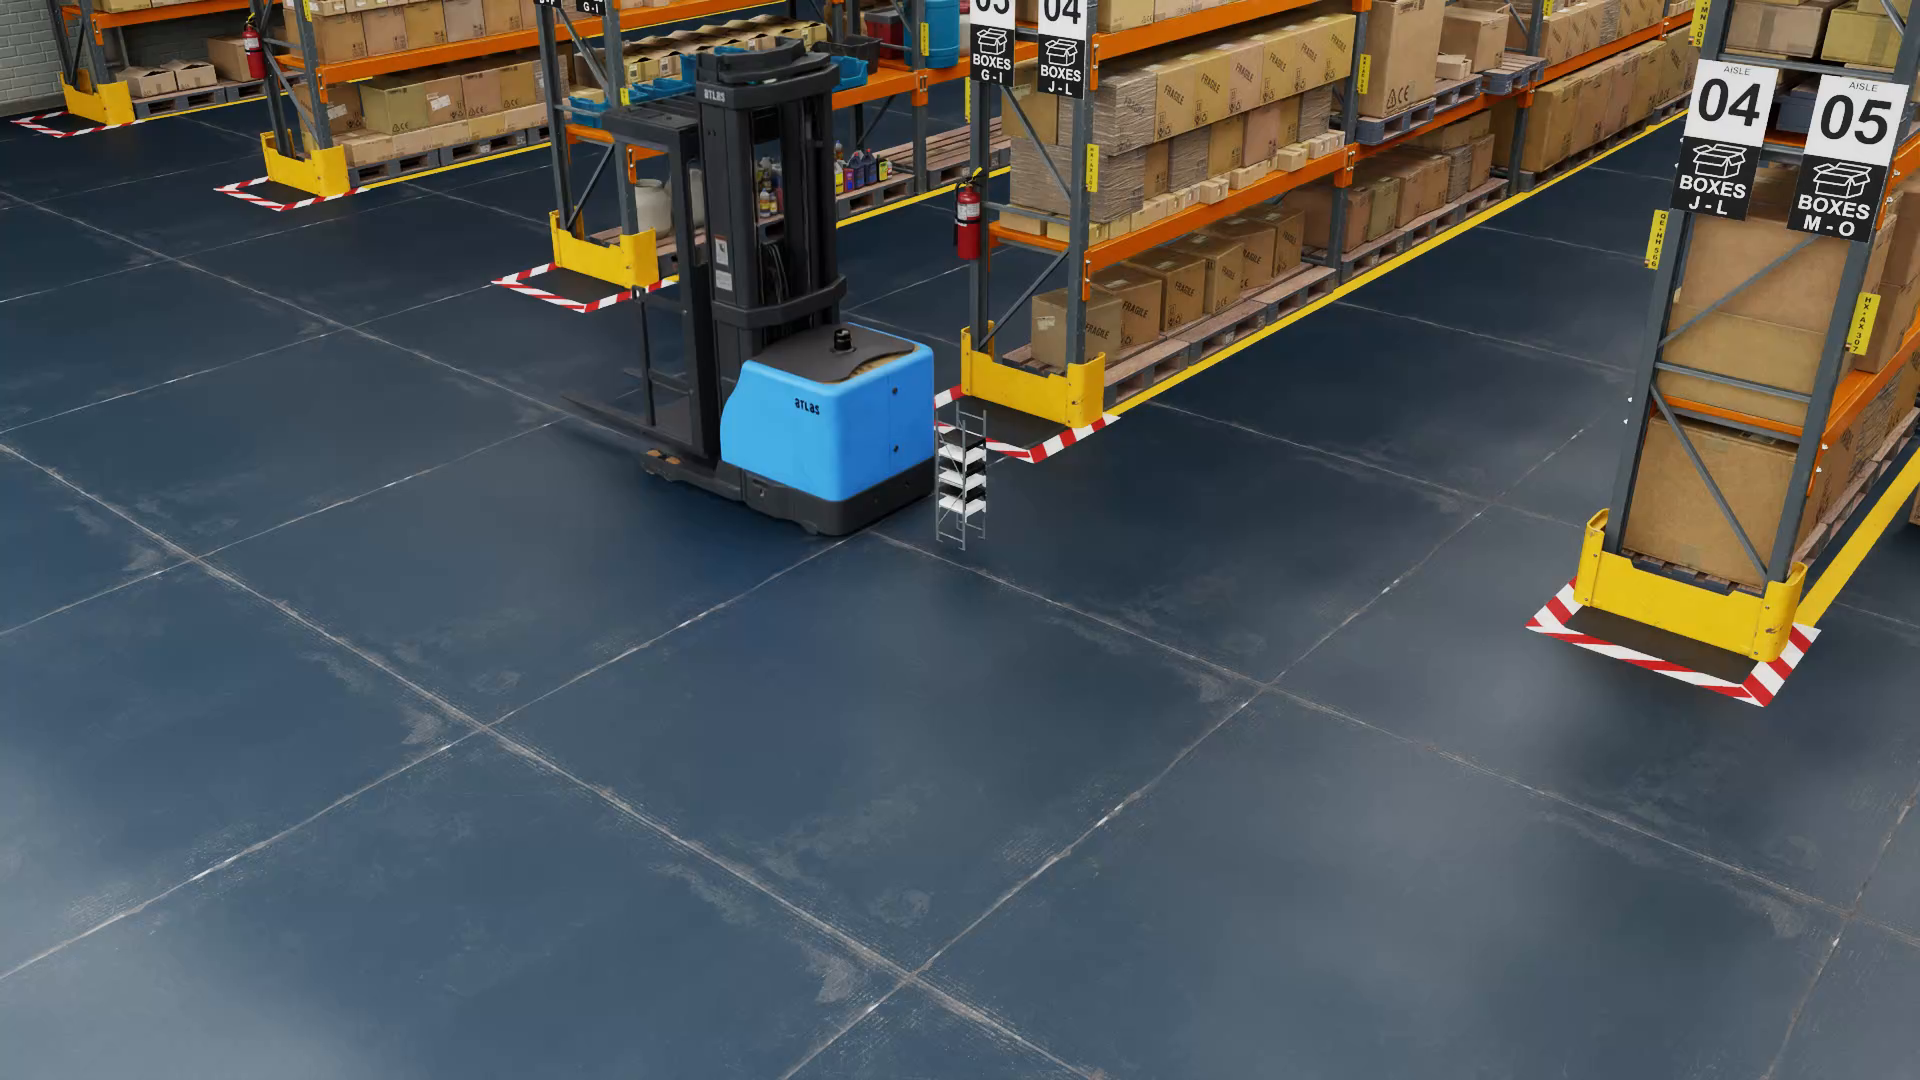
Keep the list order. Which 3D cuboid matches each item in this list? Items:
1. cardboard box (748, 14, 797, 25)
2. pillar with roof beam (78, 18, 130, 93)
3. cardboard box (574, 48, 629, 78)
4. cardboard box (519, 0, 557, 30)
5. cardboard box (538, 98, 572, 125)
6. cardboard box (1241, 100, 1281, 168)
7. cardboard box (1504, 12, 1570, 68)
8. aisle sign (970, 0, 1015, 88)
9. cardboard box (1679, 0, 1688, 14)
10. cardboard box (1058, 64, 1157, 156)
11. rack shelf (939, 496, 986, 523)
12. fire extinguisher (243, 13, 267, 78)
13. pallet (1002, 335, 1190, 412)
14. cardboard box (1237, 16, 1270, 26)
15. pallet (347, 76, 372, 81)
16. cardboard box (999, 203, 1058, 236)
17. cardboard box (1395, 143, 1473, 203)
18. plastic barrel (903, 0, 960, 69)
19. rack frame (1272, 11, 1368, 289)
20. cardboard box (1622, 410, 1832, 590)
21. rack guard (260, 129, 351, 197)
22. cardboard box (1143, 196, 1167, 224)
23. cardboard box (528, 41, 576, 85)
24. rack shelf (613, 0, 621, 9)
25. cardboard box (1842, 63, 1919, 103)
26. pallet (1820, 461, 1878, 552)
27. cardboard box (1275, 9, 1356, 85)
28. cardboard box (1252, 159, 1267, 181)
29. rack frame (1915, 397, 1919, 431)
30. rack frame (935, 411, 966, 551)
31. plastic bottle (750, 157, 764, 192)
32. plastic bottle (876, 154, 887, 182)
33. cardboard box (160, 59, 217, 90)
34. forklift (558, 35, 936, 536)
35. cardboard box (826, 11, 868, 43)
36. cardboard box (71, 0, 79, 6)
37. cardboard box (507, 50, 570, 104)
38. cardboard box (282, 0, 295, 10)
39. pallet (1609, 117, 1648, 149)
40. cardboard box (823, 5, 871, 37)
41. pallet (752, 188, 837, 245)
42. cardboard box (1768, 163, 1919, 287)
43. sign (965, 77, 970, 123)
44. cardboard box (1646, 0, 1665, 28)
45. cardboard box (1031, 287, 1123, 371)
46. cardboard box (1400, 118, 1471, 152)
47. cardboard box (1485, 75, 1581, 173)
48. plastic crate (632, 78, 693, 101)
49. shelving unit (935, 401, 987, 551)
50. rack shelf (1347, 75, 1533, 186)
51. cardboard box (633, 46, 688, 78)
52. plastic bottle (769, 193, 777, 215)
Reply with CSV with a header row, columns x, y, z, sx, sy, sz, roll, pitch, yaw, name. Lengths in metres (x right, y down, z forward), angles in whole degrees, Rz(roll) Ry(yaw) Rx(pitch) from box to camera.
x,y,z,sx,sy,sz,roll,pitch,yaw,name
-2.618,-7.200,23.329,0.500,0.311,0.500,22,35,36,cardboard box
-7.872,-8.603,17.586,9.100,9.000,0.400,21,34,34,pillar with roof beam
-4.566,-6.109,21.220,0.500,0.311,0.500,21,34,34,cardboard box
-5.210,-6.364,19.678,0.700,0.500,0.500,20,34,34,cardboard box
-5.054,-5.230,20.131,0.500,0.250,0.500,21,34,34,cardboard box
2.120,-3.432,13.687,0.875,0.500,0.500,21,34,34,cardboard box
6.103,-5.326,17.672,0.500,0.500,0.500,22,35,36,cardboard box
0.224,-3.573,11.563,0.394,0.787,0.004,21,34,34,aisle sign
8.740,-6.596,20.510,0.380,0.149,0.250,19,33,33,cardboard box
1.055,-3.089,11.935,0.500,0.500,0.500,21,34,34,cardboard box
0.005,-0.213,10.647,0.258,0.077,0.200,21,34,34,rack shelf
-7.580,-5.309,17.831,0.296,0.674,0.183,21,34,34,fire extinguisher
1.087,-1.419,13.263,1.003,0.211,1.213,21,34,34,pallet
2.240,-4.129,13.945,0.500,0.500,0.500,21,34,34,cardboard box
-8.827,-6.627,23.330,1.003,0.211,1.213,21,34,34,pallet
0.517,-2.402,12.403,0.380,0.149,0.250,21,34,34,cardboard box
4.830,-3.830,17.131,0.700,0.500,0.500,18,32,30,cardboard box
-0.303,-5.489,17.551,0.600,0.901,0.708,21,34,34,plastic barrel
3.039,-3.771,14.775,1.000,3.000,0.127,21,34,34,rack frame
4.638,-0.370,10.056,0.875,0.875,0.875,21,34,35,cardboard box
-7.162,-4.130,18.190,1.175,0.500,0.348,21,34,34,rack guard
1.348,-2.534,12.658,0.380,0.149,0.250,21,34,34,cardboard box
-5.139,-5.893,20.596,0.500,0.500,0.500,21,34,34,cardboard box
-2.055,-5.522,15.678,1.077,0.370,4.000,21,34,34,rack shelf
4.723,-2.347,8.465,0.380,0.149,0.250,21,34,35,cardboard box
5.482,-0.366,11.227,1.003,0.211,1.213,21,34,34,pallet
2.965,-4.151,13.990,0.500,0.500,0.500,21,34,34,cardboard box
2.296,-3.068,13.690,0.380,0.149,0.250,21,34,34,cardboard box
6.802,-2.285,11.903,1.000,3.000,0.127,21,34,34,rack frame
-0.059,-0.367,10.479,0.240,0.900,0.006,21,34,34,rack frame
-2.125,-3.789,17.213,0.144,0.351,0.185,22,35,36,plastic bottle
-0.834,-3.940,17.580,0.061,0.283,0.133,23,35,37,plastic bottle
-10.099,-6.118,21.759,0.500,0.311,0.500,24,36,38,cardboard box
-1.616,-1.873,11.181,3.031,2.935,1.130,21,34,34,forklift
-1.548,-7.249,23.739,0.500,0.500,0.500,22,35,36,cardboard box
-10.824,-6.860,20.888,0.500,0.250,0.500,21,34,35,cardboard box
-5.056,-5.564,19.959,0.500,0.500,0.500,21,34,34,cardboard box
-7.051,-5.773,17.830,0.380,0.149,0.250,20,33,34,cardboard box
7.695,-5.073,20.327,1.003,0.211,1.213,21,34,34,pallet
-1.644,-7.571,24.362,0.500,0.500,0.500,22,35,36,cardboard box
-2.018,-3.319,16.937,1.003,0.211,1.213,21,34,34,pallet
5.264,-1.914,9.848,0.875,0.550,0.550,21,34,34,cardboard box
0.079,-3.177,12.022,0.100,0.325,0.005,21,34,34,sign
8.041,-6.406,19.760,0.500,0.500,0.500,21,34,35,cardboard box
0.905,-1.645,12.930,0.500,0.500,0.500,-21,34,-35,cardboard box
4.851,-4.170,16.972,0.500,0.250,0.500,-24,36,-38,cardboard box
6.038,-4.670,18.369,1.225,0.875,0.875,19,33,32,cardboard box
-2.822,-4.228,15.819,0.499,0.251,0.408,21,34,34,plastic crate
0.005,-0.403,10.549,0.258,0.900,0.210,21,34,34,shelving unit
4.311,-4.160,16.311,1.077,0.370,4.000,21,34,34,rack shelf
-3.825,-6.131,21.263,0.500,0.311,0.500,20,34,34,cardboard box
-1.867,-3.341,16.511,0.097,0.201,0.097,0,27,0,plastic bottle
